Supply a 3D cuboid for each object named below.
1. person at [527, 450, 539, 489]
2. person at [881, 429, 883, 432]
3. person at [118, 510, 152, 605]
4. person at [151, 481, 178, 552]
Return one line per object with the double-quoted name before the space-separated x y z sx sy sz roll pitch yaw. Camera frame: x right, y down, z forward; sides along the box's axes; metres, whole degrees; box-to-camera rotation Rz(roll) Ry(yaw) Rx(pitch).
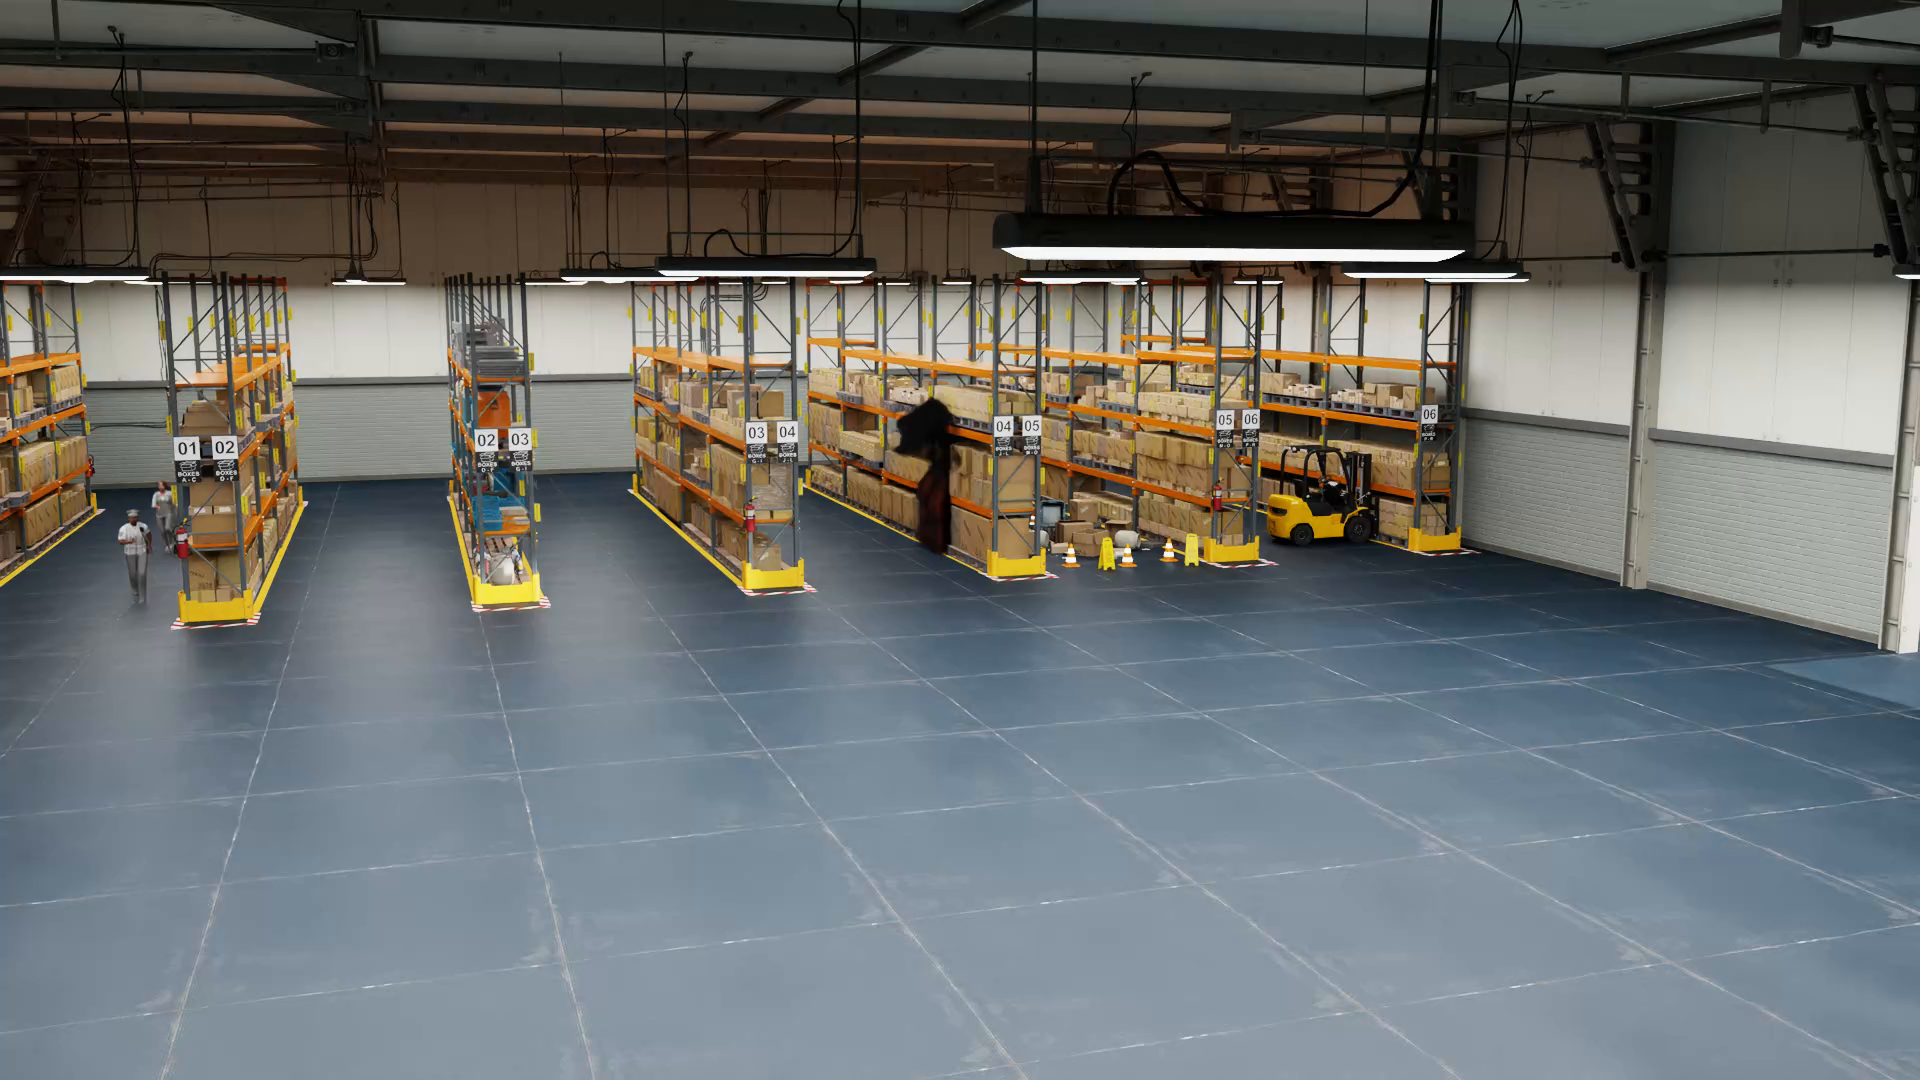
"person" -12.571 -2.268 47.646 0.936 1.703 0.627 -2 9 -12
"person" -2.365 -2.465 48.860 0.565 1.659 0.635 8 11 41
"person" -15.137 0.273 30.544 0.557 1.716 0.901 -4 10 -27
"person" -17.257 -0.506 36.099 0.510 1.570 0.636 -2 9 -11
